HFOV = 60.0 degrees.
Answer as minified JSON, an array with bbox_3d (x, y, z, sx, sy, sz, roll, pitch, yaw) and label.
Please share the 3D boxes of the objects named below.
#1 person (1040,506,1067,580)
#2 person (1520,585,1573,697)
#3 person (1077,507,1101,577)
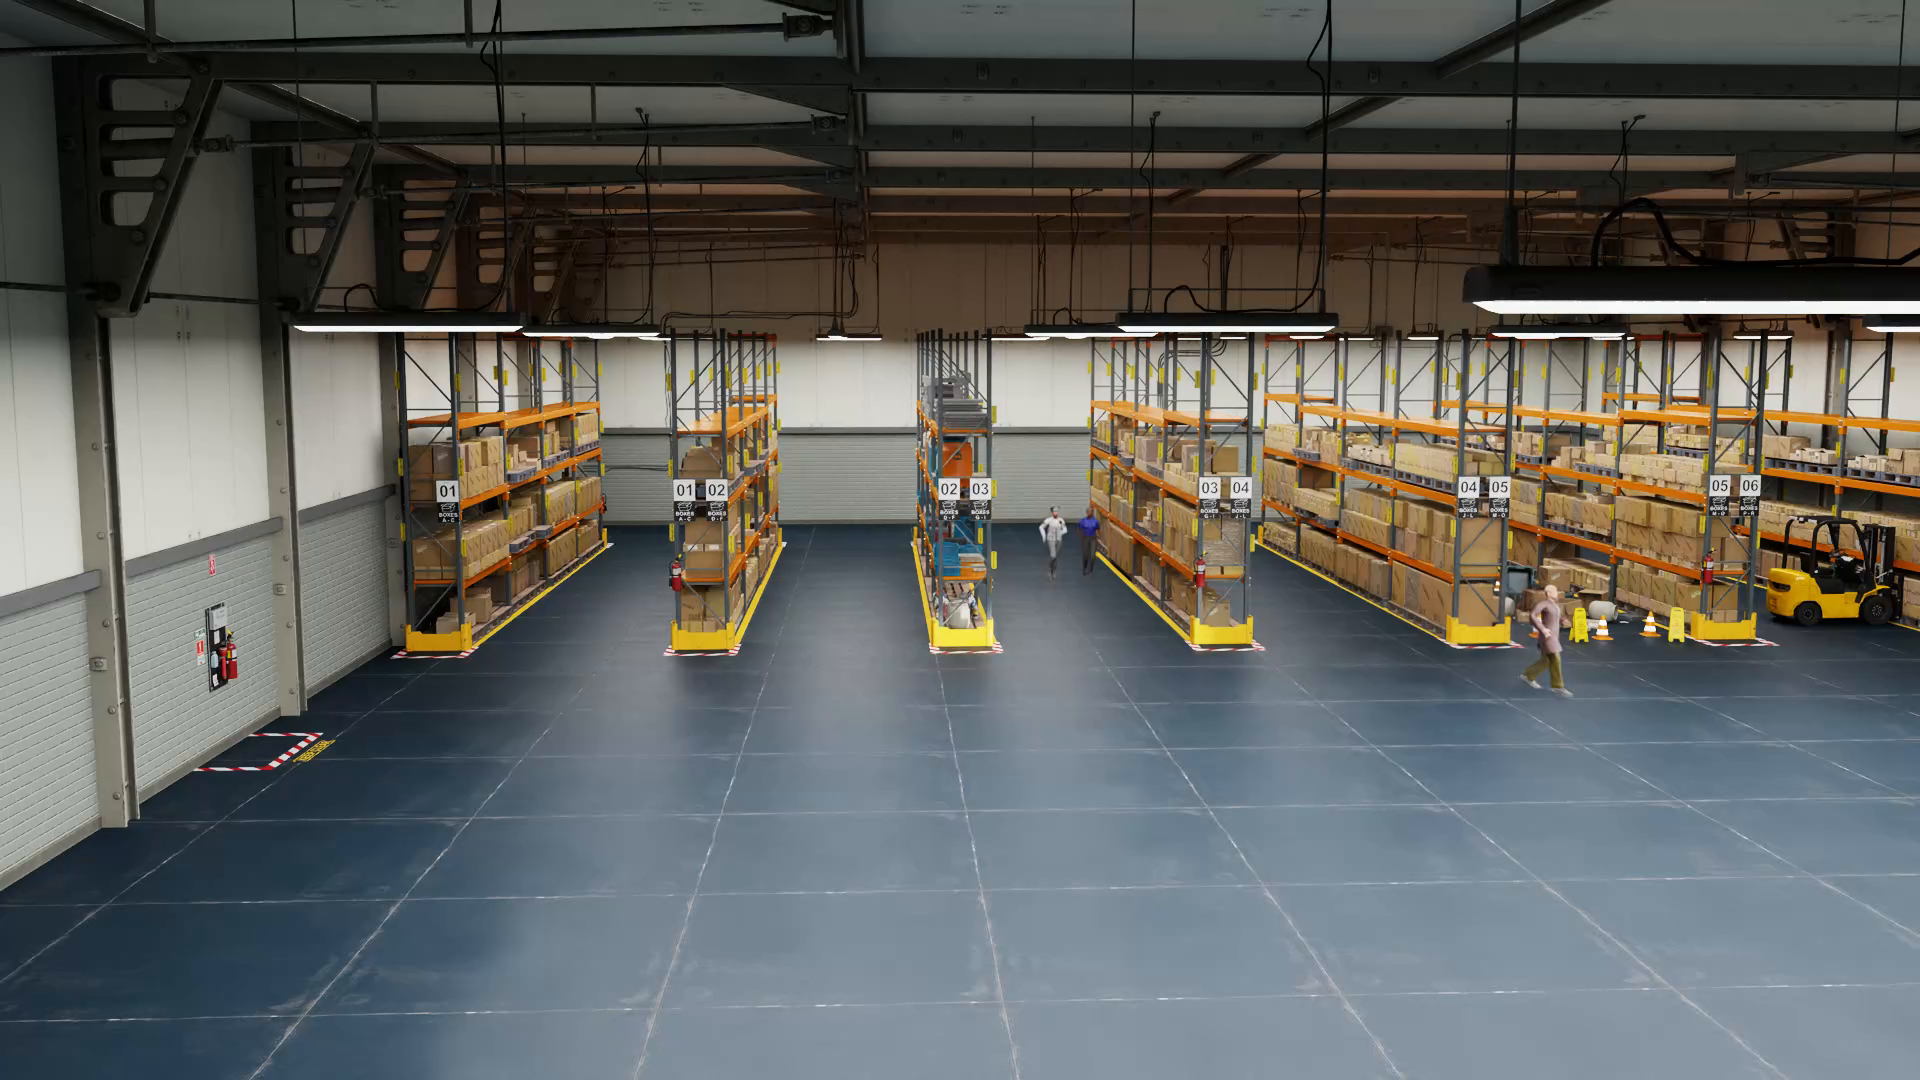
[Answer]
[{"bbox_3d":[2.198,0.067,38.551,0.582,1.740,0.656,-2,7,-16],"label":"person"},{"bbox_3d":[9.640,1.628,27.260,0.907,1.804,0.707,5,8,36],"label":"person"},{"bbox_3d":[3.037,0.050,38.918,0.572,1.622,0.536,-1,7,-5],"label":"person"}]
